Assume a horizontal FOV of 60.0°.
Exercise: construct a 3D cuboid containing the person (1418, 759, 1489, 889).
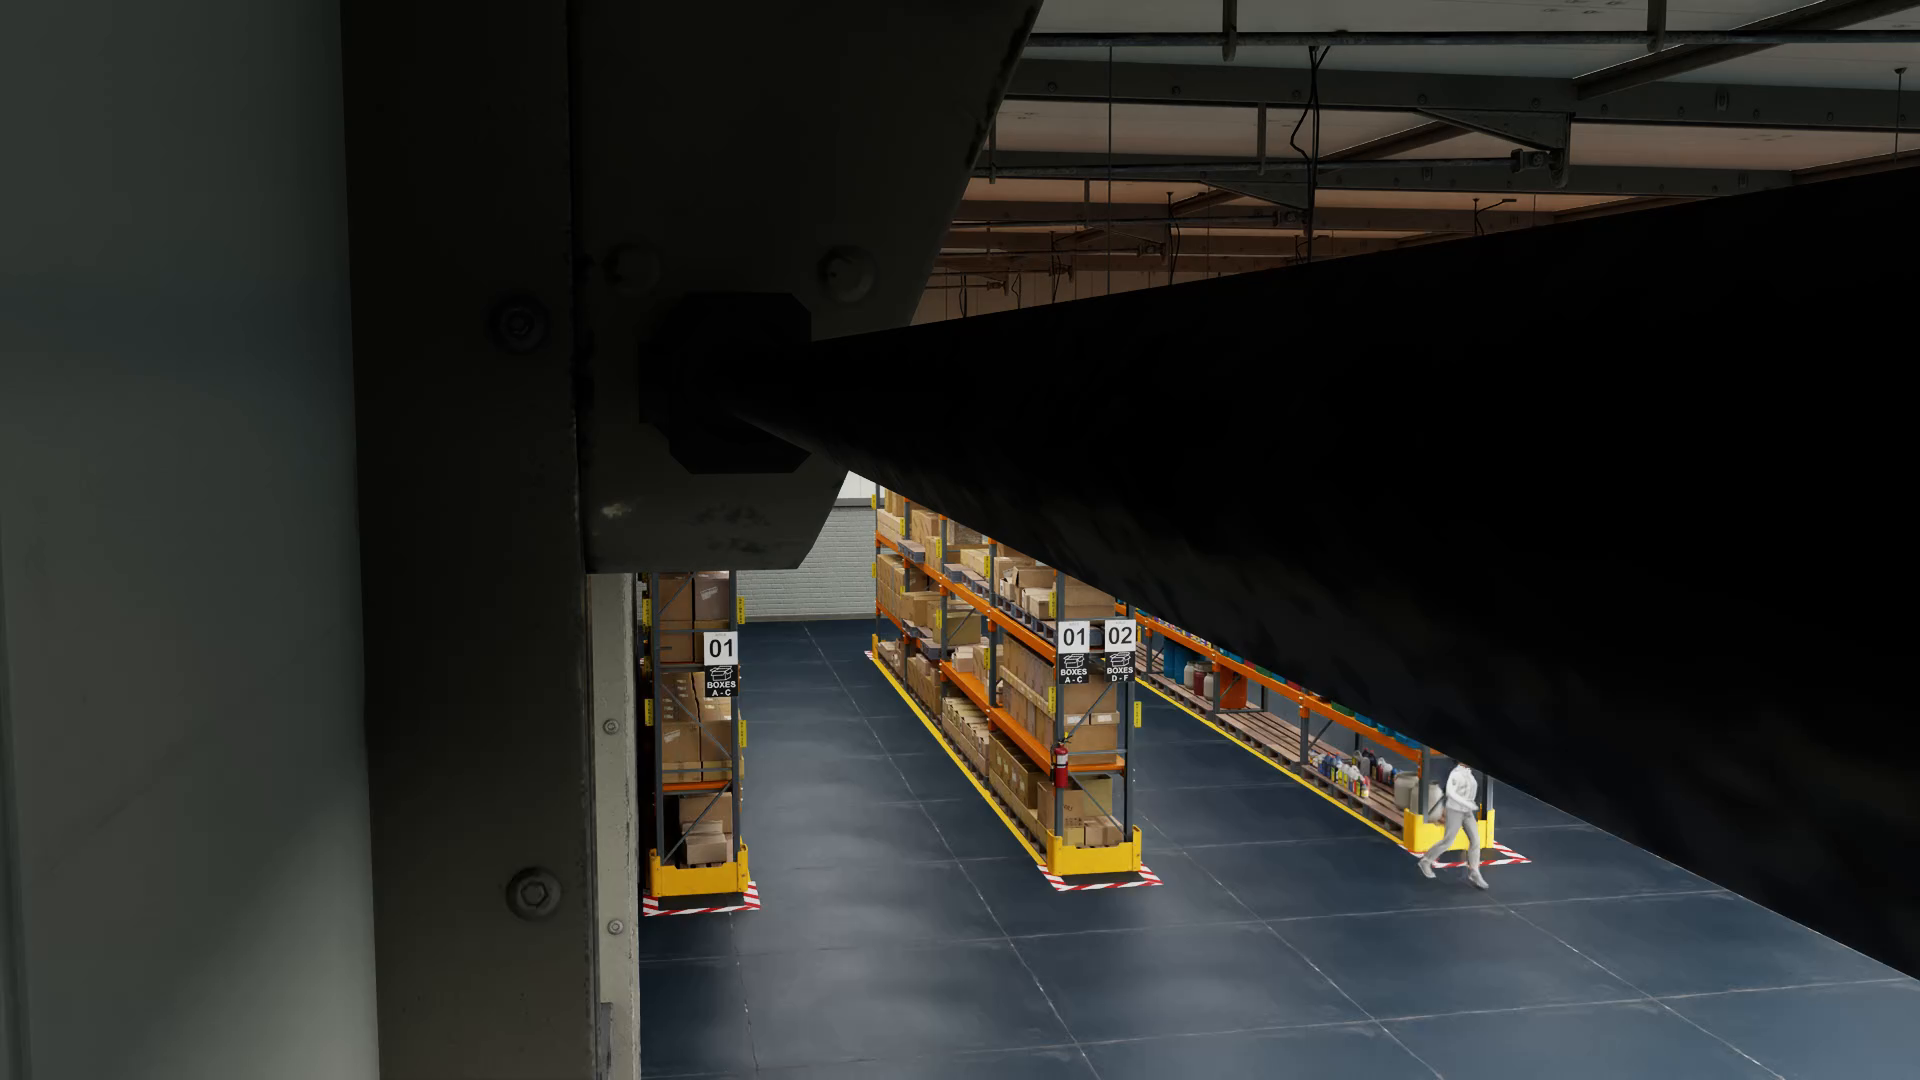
[{"bbox_3d":[6.204,3.386,20.581,0.875,1.689,0.681,5,8,41],"label":"person"}]
